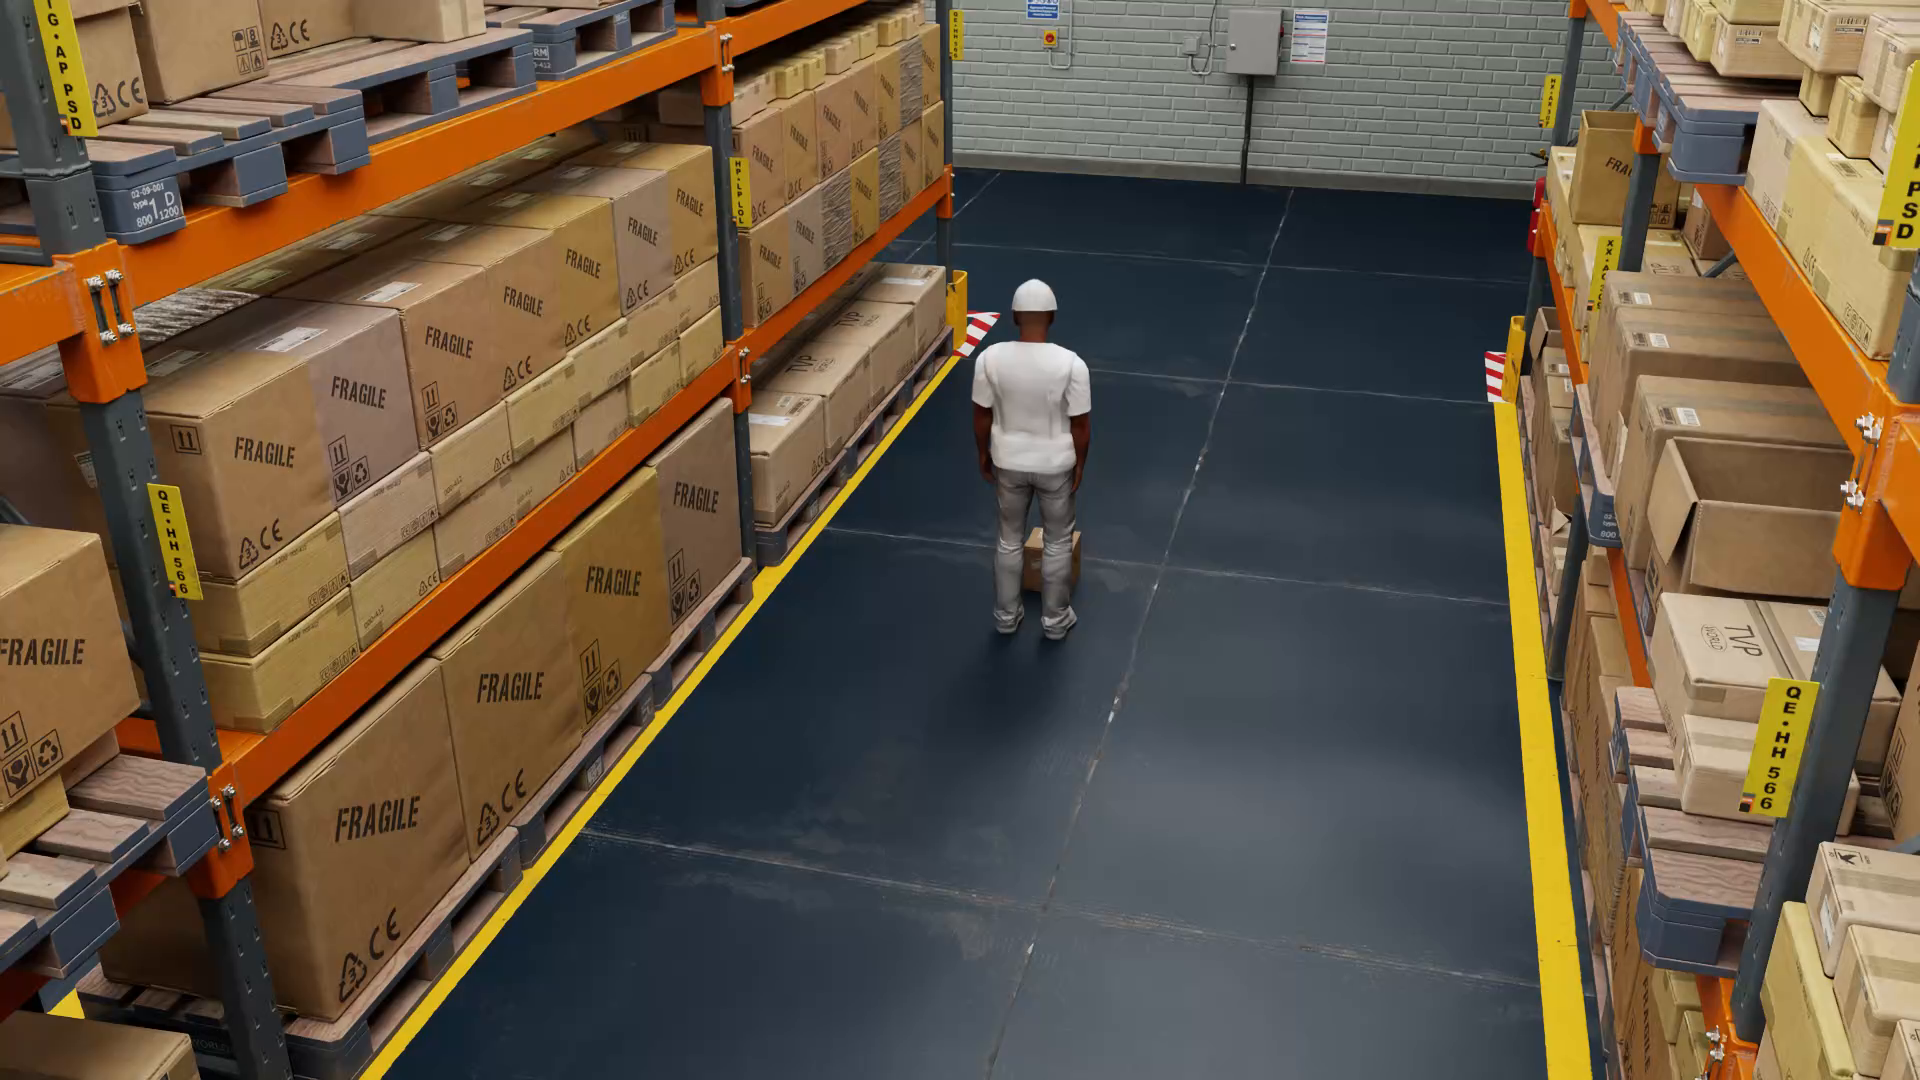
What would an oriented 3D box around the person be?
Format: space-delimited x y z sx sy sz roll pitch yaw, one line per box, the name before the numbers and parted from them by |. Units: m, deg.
person | 0.340 -0.373 7.877 0.566 1.762 0.363 7 26 14
